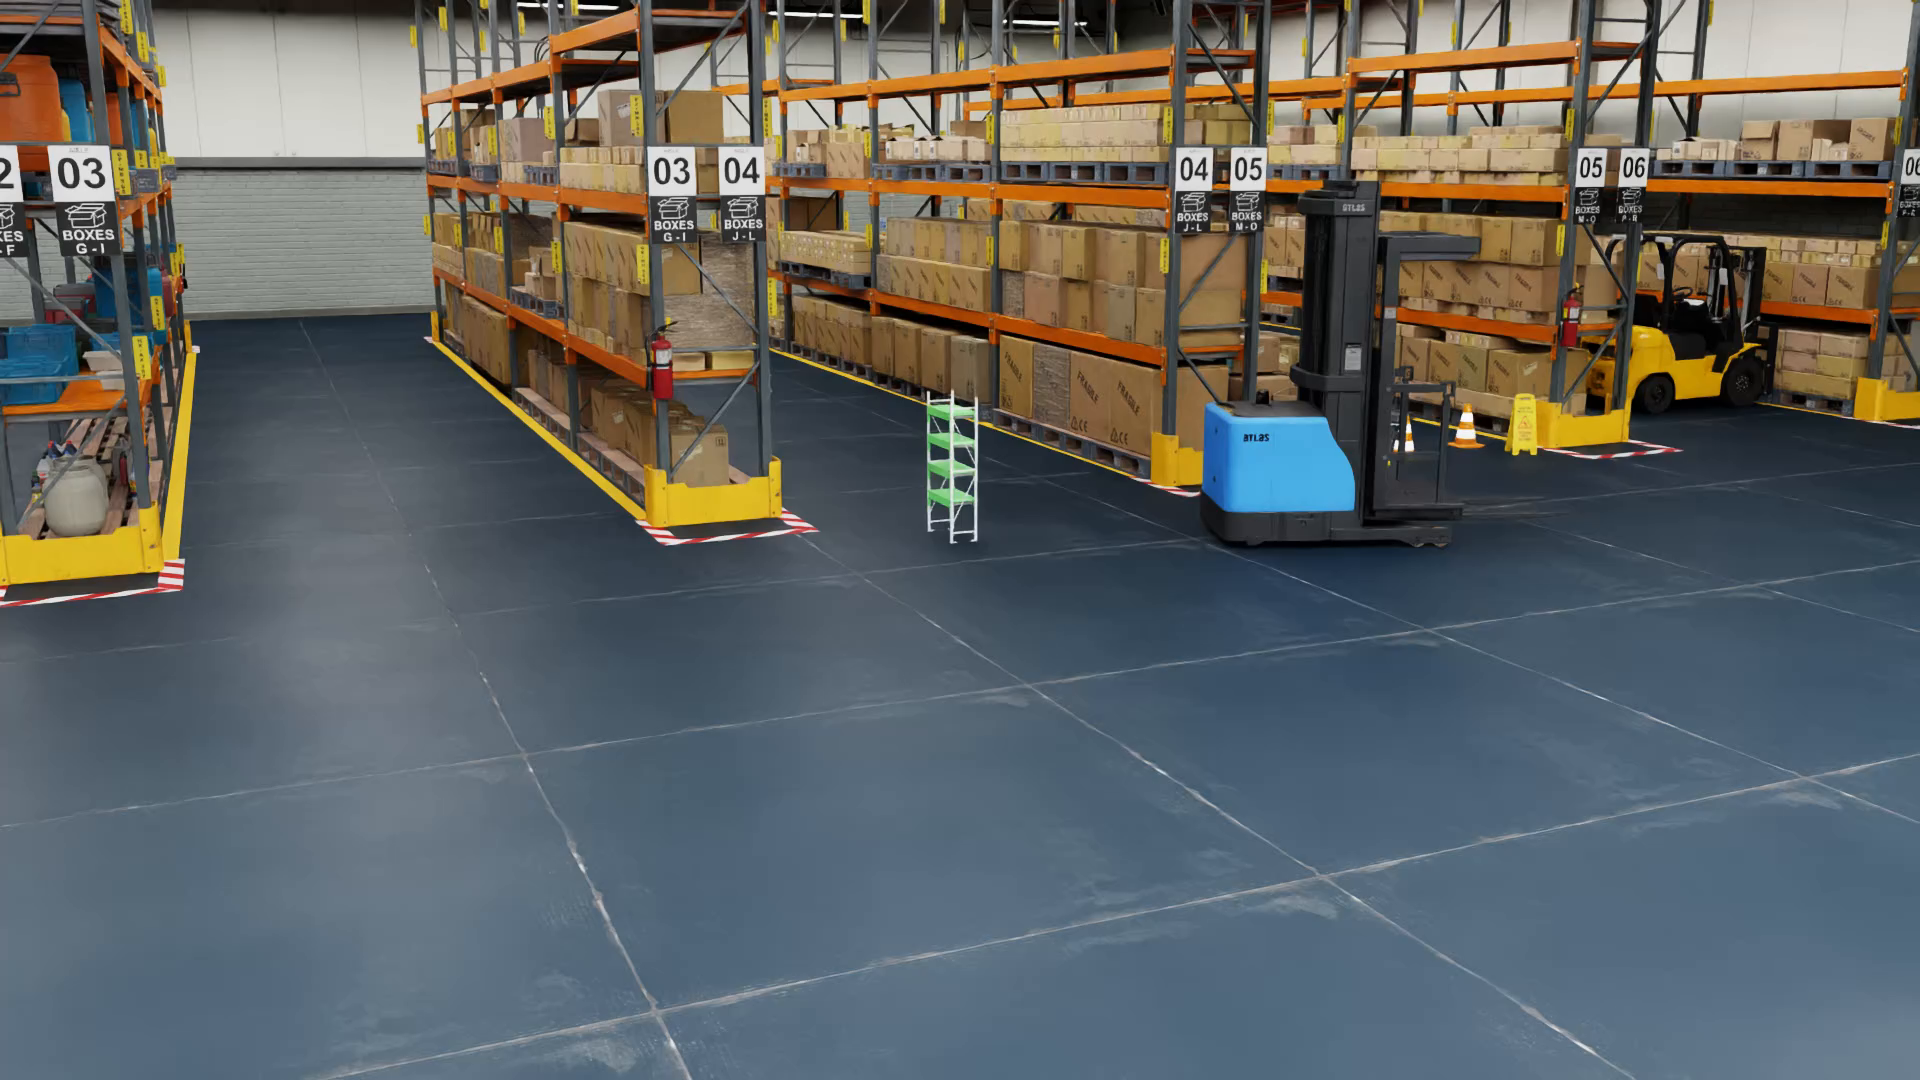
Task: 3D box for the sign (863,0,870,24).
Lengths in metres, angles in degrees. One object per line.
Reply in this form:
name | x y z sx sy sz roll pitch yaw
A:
sign | -1.250 -7.083 22.270 0.100 0.325 0.005 -6 14 -23

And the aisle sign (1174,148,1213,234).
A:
aisle sign | 2.201 -3.290 15.666 0.394 0.787 0.004 -6 14 -23

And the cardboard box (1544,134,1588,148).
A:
cardboard box | 6.537 -4.304 17.948 0.380 0.149 0.250 -5 14 -22

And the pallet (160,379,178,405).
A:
pallet | -10.719 -1.896 21.592 1.003 0.211 1.213 -6 14 -23

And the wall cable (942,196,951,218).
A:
wall cable | -0.452 -7.627 37.918 0.588 1.984 0.122 -6 14 -23

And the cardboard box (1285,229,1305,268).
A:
cardboard box | 4.745 -3.935 22.405 0.500 0.500 0.500 -6 14 -23

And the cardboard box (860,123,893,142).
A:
cardboard box | -1.157 -5.661 23.105 0.396 0.266 0.258 -6 14 -23

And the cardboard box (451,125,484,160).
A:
cardboard box | -7.313 -6.037 25.273 0.700 0.500 0.500 -7 15 -26

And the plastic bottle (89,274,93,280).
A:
plastic bottle | -11.044 -3.203 21.165 0.144 0.351 0.185 -6 14 -23

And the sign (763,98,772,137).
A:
sign | -1.641 -3.574 14.069 0.100 0.325 0.005 -6 14 -23

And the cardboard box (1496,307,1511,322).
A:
cardboard box | 6.311 -2.566 18.860 0.380 0.149 0.250 -6 14 -24

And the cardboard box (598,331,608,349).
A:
cardboard box | -3.316 -1.962 16.250 0.380 0.149 0.250 -6 14 -23

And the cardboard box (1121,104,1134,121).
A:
cardboard box | 1.800 -4.189 16.301 0.380 0.149 0.250 -5 14 -22

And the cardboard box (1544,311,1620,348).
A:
cardboard box | 9.364 -3.124 25.050 0.875 0.625 0.625 -6 14 -24

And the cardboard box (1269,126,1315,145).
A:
cardboard box | 4.562 -5.513 22.677 0.500 0.250 0.500 -5 14 -22

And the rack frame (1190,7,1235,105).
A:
rack frame | 5.080 -9.210 33.708 1.000 3.000 0.127 -6 14 -23

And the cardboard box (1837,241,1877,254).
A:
cardboard box | 11.025 -3.595 20.429 0.380 0.149 0.250 -6 14 -23

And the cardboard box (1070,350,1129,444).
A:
cardboard box | 1.761 -1.550 17.696 0.875 0.875 0.875 -6 14 -24

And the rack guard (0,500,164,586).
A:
rack guard | -6.749 0.016 12.692 1.175 0.500 0.348 -6 14 -23

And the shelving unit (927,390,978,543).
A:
shelving unit | -0.066 -0.619 13.882 0.258 1.200 0.503 -6 14 -23

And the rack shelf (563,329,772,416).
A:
rack shelf | -2.939 -1.701 16.160 1.077 0.370 4.000 -6 14 -23

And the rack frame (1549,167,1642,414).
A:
rack frame | 6.943 -2.533 18.161 1.000 3.000 0.127 -6 14 -23

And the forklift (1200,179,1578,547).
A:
forklift | 3.621 -1.489 13.802 3.031 2.935 1.130 -1 13 -4

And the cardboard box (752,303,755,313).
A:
cardboard box | -3.330 -3.962 28.410 0.380 0.149 0.250 -6 14 -25

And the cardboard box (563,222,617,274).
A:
cardboard box | -3.793 -3.029 17.206 0.500 0.500 0.500 -6 14 -23

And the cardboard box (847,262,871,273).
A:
cardboard box | -1.376 -3.860 23.523 0.380 0.149 0.250 -5 14 -22

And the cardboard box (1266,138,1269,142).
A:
cardboard box | 6.048 -7.425 31.209 0.500 0.250 0.500 -6 14 -24

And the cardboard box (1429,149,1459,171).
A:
cardboard box | 5.874 -4.462 19.519 0.500 0.250 0.500 -5 14 -22

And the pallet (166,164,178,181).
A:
pallet | -11.079 -4.886 22.094 1.213 0.211 1.003 -6 14 -23

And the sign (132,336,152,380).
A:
sign | -6.170 -1.374 12.541 0.100 0.325 0.005 -6 14 -23

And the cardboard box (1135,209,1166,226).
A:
cardboard box | 3.078 -4.910 25.993 0.500 0.500 0.500 -5 14 -22

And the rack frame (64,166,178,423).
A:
rack frame | -9.880 -2.843 19.502 1.000 3.000 0.127 -6 14 -23

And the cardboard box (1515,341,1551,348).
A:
cardboard box | 6.649 -2.067 19.653 0.500 0.500 0.500 -6 14 -25

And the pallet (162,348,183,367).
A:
pallet | -12.305 -2.712 25.119 1.003 0.211 1.213 -6 14 -23

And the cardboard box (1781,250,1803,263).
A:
cardboard box | 10.677 -3.605 21.135 0.380 0.149 0.250 -6 14 -25

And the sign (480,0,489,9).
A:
sign | -5.849 -6.695 20.416 0.100 0.325 0.005 -6 14 -23

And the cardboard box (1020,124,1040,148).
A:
cardboard box | 0.988 -4.447 18.301 0.500 0.250 0.500 -6 14 -23

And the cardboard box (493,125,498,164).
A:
cardboard box | -5.653 -5.126 21.554 0.797 0.503 0.637 -5 14 -20

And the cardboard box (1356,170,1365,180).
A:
cardboard box | 5.239 -4.611 21.044 0.380 0.149 0.250 -6 14 -24

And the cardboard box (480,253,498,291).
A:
cardboard box | -6.375 -3.735 23.132 0.500 0.500 0.500 -5 14 -22

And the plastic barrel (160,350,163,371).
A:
plastic barrel | -11.280 -2.738 22.770 0.600 0.901 0.708 -6 14 -23

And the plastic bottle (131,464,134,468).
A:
plastic bottle | -7.294 -0.570 14.754 0.097 0.271 0.097 0 13 0

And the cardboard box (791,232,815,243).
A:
cardboard box | -2.406 -4.683 25.758 0.380 0.149 0.250 -5 14 -22

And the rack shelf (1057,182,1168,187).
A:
rack shelf | 2.937 -5.710 26.831 1.077 0.370 4.000 -6 14 -23

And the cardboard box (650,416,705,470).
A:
cardboard box | -2.643 -0.876 15.613 0.500 0.500 0.500 -2 13 -8

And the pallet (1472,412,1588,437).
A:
pallet | 6.619 -1.361 19.283 1.003 0.211 1.213 -6 14 -23

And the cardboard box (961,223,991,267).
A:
cardboard box | 0.433 -3.635 20.485 0.700 0.500 0.500 -6 14 -24

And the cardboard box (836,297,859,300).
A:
cardboard box | -1.636 -3.658 25.971 0.500 0.250 0.500 -5 14 -20

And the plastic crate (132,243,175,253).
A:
plastic crate | -12.780 -4.490 26.407 0.616 0.435 0.499 -6 14 -23

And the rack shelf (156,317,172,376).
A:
rack shelf | -9.079 -2.080 17.798 1.077 0.370 4.000 -6 14 -23

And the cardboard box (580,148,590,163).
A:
cardboard box | -3.469 -3.735 16.152 0.380 0.149 0.250 -6 14 -24

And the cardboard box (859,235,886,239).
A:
cardboard box | -1.293 -4.474 24.855 0.380 0.149 0.250 -5 14 -21

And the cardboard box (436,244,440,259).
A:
cardboard box | -8.388 -4.785 27.565 0.500 0.250 0.500 -6 14 -24

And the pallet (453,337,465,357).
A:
pallet | -7.670 -3.175 27.120 1.003 0.211 1.213 -6 14 -23

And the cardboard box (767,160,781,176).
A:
cardboard box | -2.804 -6.009 26.863 0.500 0.250 0.500 -5 14 -22

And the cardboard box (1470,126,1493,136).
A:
cardboard box | 8.351 -6.227 26.093 0.500 0.500 0.500 -5 14 -22

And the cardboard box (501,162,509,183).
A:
cardboard box | -5.387 -4.559 20.595 0.500 0.250 0.500 -5 14 -22

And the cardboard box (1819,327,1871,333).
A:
cardboard box | 11.267 -2.553 21.199 0.500 0.250 0.500 -6 14 -23
